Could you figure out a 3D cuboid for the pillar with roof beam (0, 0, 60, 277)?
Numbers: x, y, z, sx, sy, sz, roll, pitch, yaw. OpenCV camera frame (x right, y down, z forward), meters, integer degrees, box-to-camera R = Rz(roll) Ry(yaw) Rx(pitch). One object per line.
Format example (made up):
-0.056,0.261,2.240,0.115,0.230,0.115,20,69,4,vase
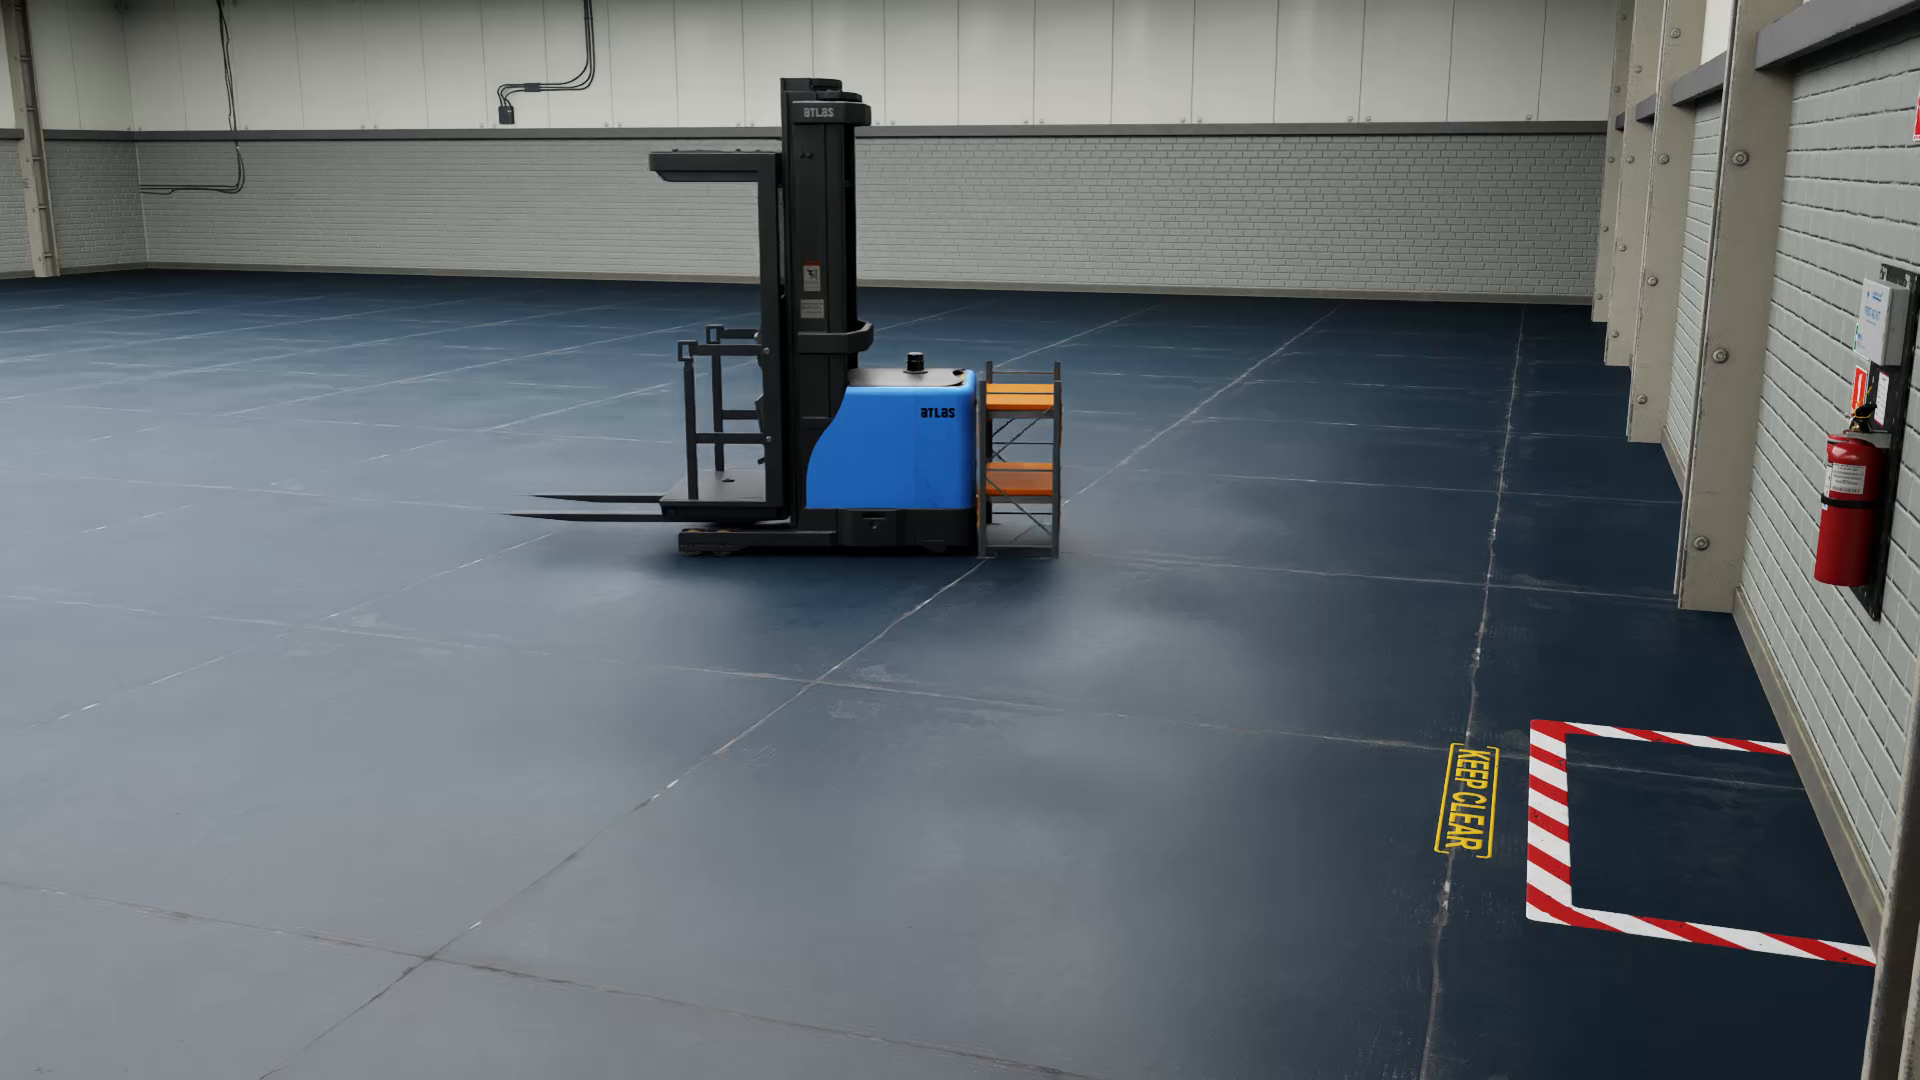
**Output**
-15.676,-9.781,33.620,9.100,9.000,0.400,4,14,18,pillar with roof beam

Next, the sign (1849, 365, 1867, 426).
3.403,-0.489,6.311,0.001,0.329,0.234,4,14,18,sign

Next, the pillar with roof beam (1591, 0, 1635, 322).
5.982,-8.133,26.400,9.100,9.000,0.400,4,14,18,pillar with roof beam

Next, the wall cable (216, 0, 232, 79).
-14.986,-11.370,36.209,3.097,2.526,0.112,4,14,18,wall cable

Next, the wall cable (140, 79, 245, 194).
-17.545,-9.103,37.624,3.097,2.526,0.112,4,14,18,wall cable

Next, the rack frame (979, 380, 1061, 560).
0.370,-0.431,10.348,0.500,1.125,0.032,1,13,3,rack frame

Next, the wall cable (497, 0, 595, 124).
-8.568,-11.588,33.891,2.305,6.003,0.169,4,14,18,wall cable

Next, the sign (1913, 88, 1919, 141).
3.223,-1.488,5.555,0.001,0.298,0.199,4,14,18,sign

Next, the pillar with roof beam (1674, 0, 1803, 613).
0.158,-4.343,9.795,9.100,9.000,0.400,4,14,18,pillar with roof beam

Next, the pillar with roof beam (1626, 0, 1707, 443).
2.100,-5.607,15.330,9.100,9.000,0.400,4,14,18,pillar with roof beam

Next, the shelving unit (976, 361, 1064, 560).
0.398,-0.544,10.843,0.538,1.125,1.048,1,13,3,shelving unit

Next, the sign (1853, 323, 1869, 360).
3.393,-0.747,6.250,0.001,0.109,0.331,4,14,18,sign

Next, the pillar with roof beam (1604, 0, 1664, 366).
4.041,-6.870,20.865,9.100,9.000,0.400,4,14,18,pillar with roof beam

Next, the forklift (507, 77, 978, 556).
-1.404,-1.444,10.728,3.031,2.935,1.130,0,13,2,forklift

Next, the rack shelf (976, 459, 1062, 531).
0.398,-0.305,10.897,0.538,0.278,1.000,1,13,3,rack shelf

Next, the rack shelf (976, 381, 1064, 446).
0.398,-0.829,10.778,0.538,0.278,1.000,1,13,3,rack shelf

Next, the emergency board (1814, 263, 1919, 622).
3.126,-0.363,5.837,0.194,1.169,0.643,4,14,18,emergency board

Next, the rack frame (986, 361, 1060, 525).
0.427,-0.657,11.338,0.500,1.125,0.032,1,13,3,rack frame
